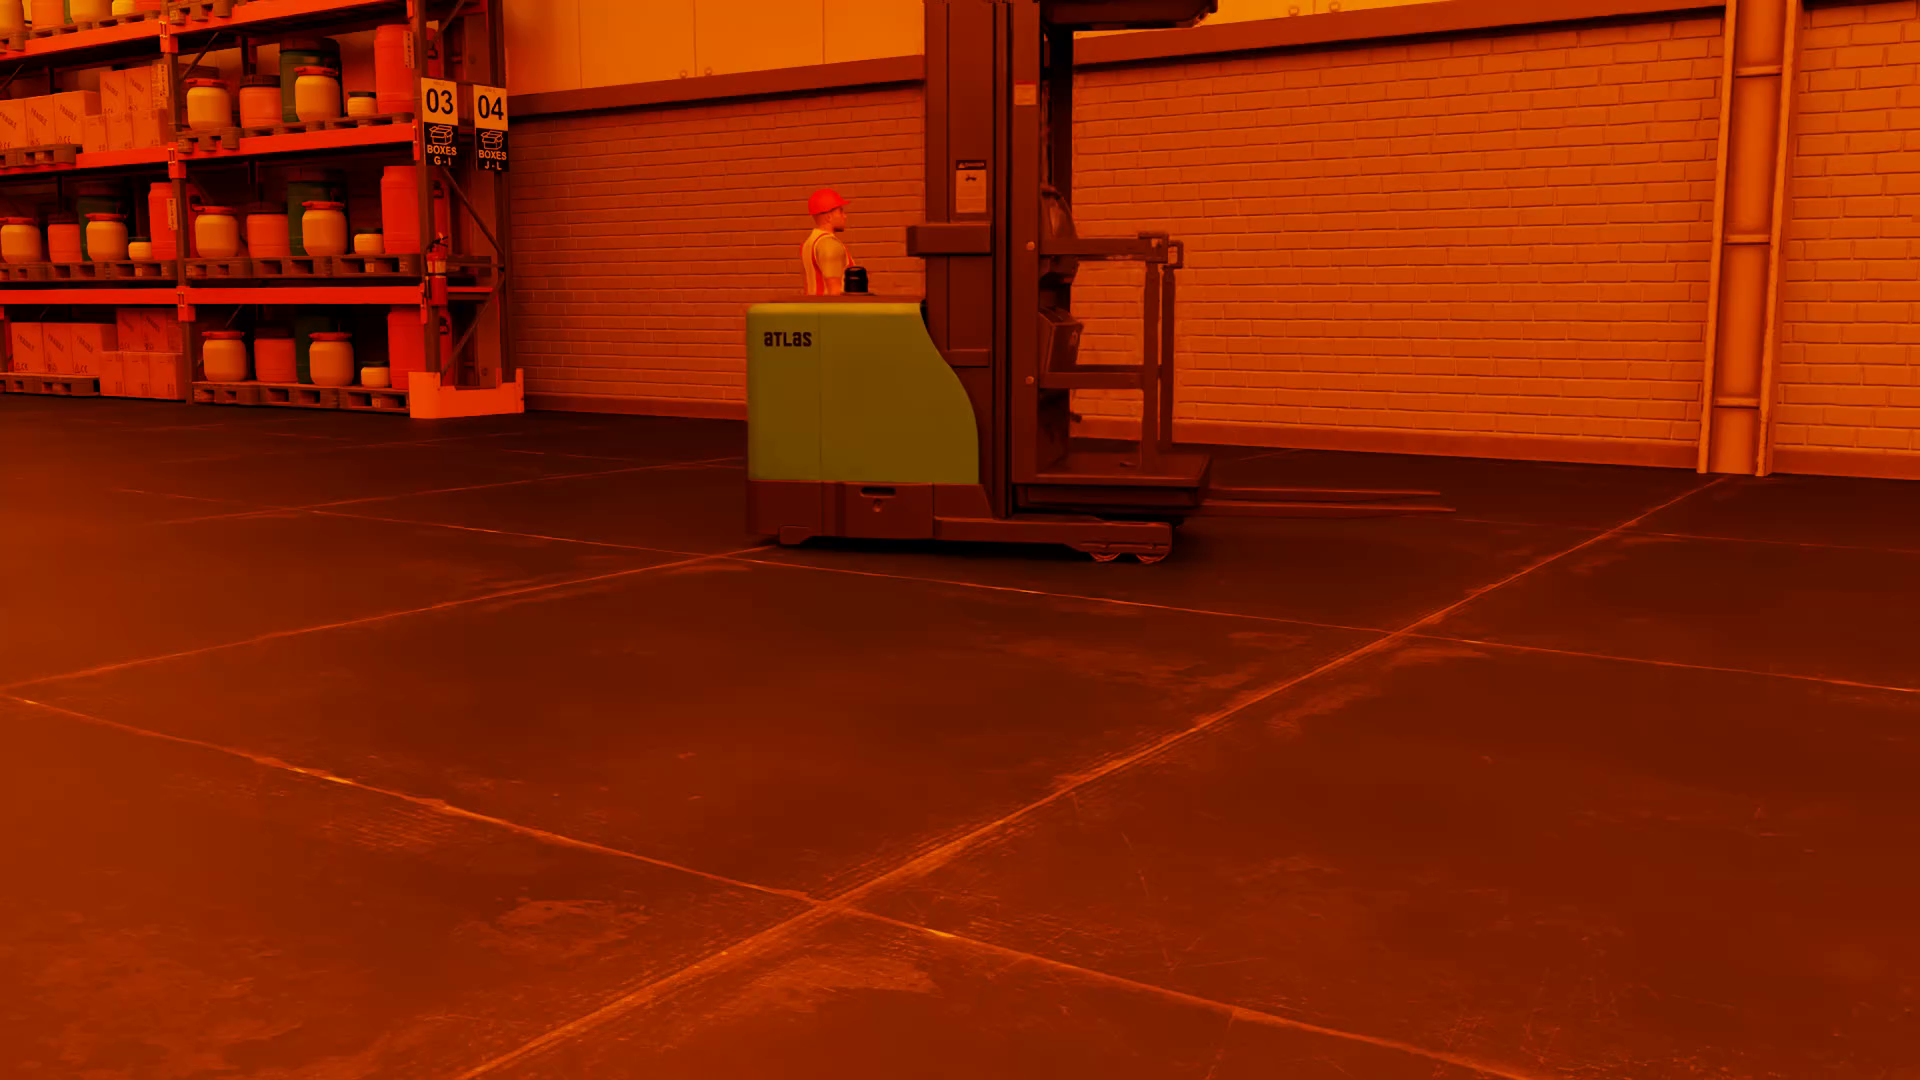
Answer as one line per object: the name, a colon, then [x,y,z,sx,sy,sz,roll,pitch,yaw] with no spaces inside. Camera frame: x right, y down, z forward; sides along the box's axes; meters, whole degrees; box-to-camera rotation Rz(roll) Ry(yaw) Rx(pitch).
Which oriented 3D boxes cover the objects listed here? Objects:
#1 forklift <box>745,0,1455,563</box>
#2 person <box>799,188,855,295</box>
forklift: [0.621,-1.437,7.298,3.031,2.935,1.130,2,8,11]
person: [-0.814,-1.342,10.687,0.366,1.796,0.525,-4,9,-24]
